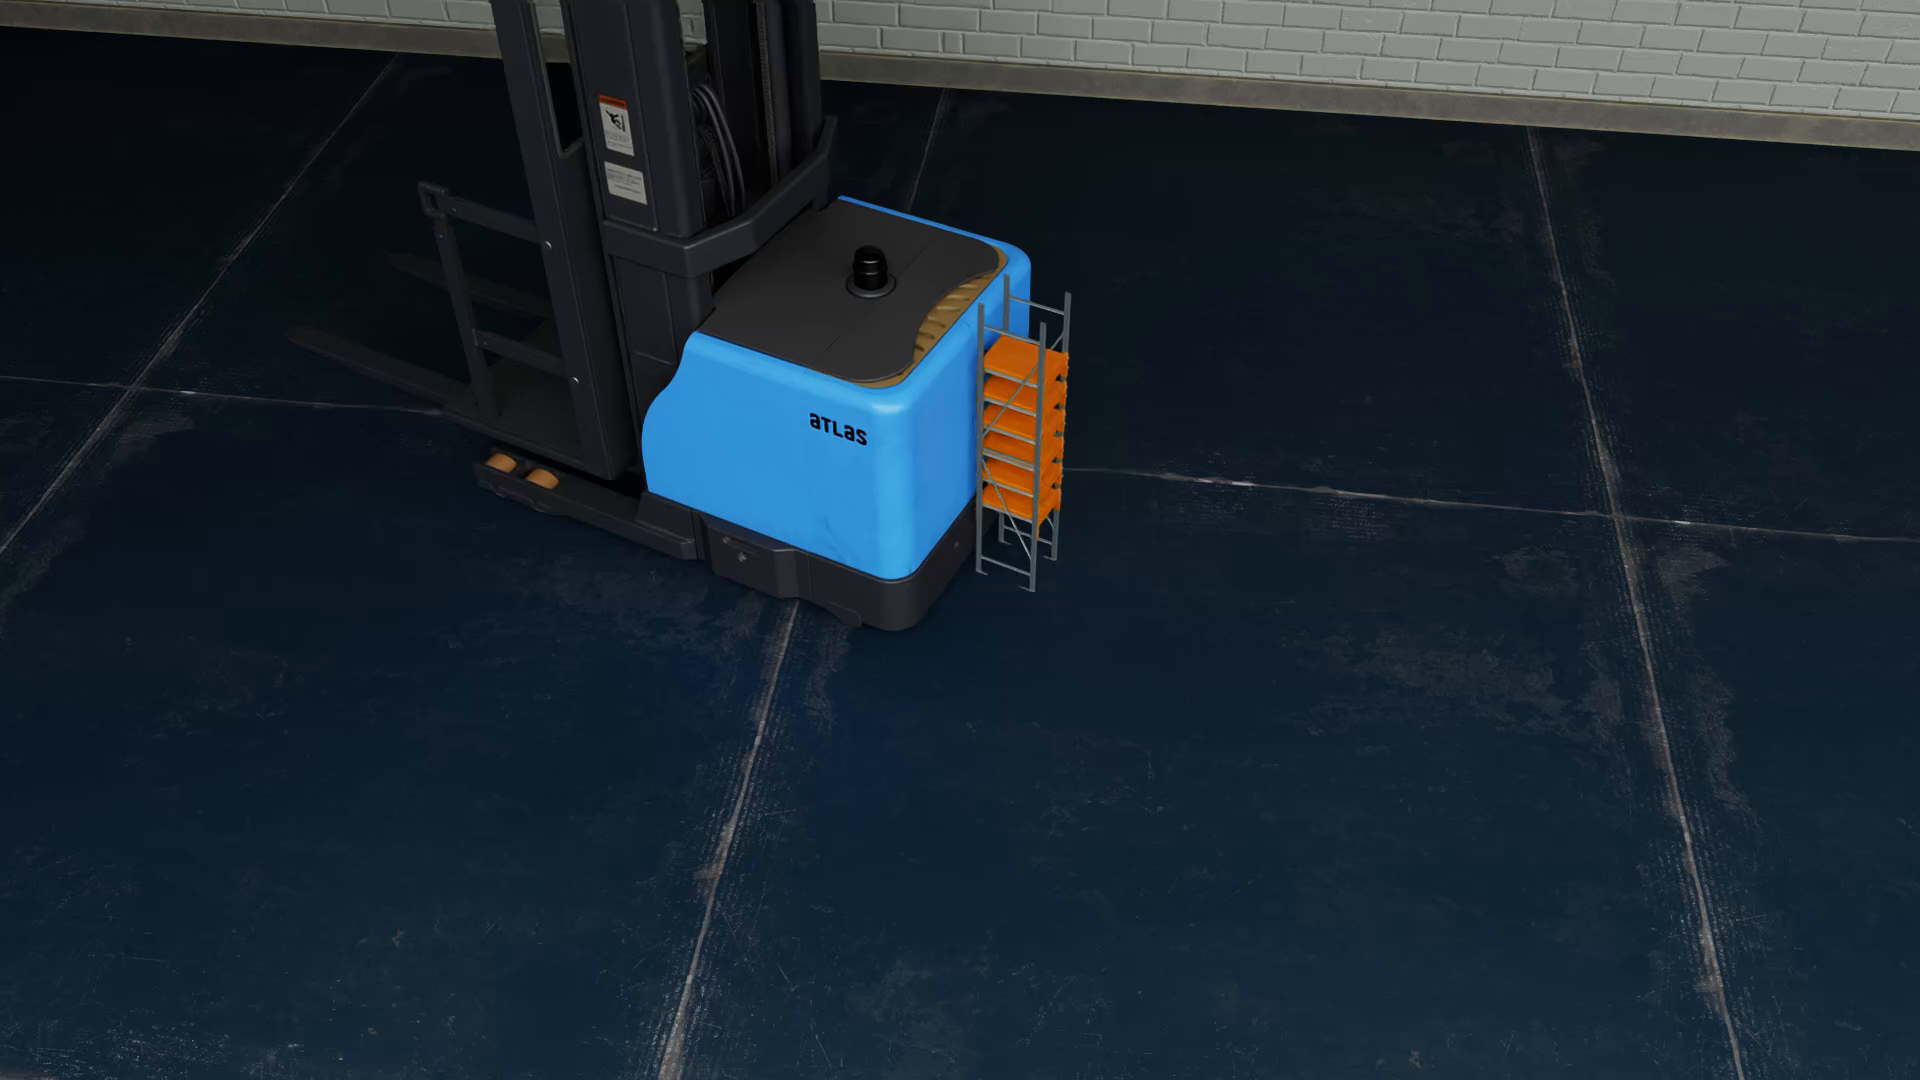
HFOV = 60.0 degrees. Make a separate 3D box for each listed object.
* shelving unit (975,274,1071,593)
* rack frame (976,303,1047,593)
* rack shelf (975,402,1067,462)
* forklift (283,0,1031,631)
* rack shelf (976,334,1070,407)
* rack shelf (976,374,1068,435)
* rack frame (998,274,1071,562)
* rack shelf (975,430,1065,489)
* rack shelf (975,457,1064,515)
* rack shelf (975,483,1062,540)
[{"bbox_3d":[0.208,-0.338,5.734,0.258,1.200,0.189,20,47,20],"label":"shelving unit"},{"bbox_3d":[0.165,-0.282,5.675,0.240,1.200,0.006,20,47,20],"label":"rack frame"},{"bbox_3d":[0.208,-0.393,5.682,0.258,0.103,0.180,20,47,20],"label":"rack shelf"},{"bbox_3d":[-1.286,-1.470,5.671,3.031,2.935,1.130,20,47,20],"label":"forklift"},{"bbox_3d":[0.208,-0.567,5.517,0.258,0.103,0.180,20,47,20],"label":"rack shelf"},{"bbox_3d":[0.208,-0.480,5.600,0.258,0.103,0.180,20,47,20],"label":"rack shelf"},{"bbox_3d":[0.251,-0.394,5.793,0.240,1.200,0.006,20,47,20],"label":"rack frame"},{"bbox_3d":[0.208,-0.306,5.765,0.258,0.103,0.180,20,47,20],"label":"rack shelf"},{"bbox_3d":[0.208,-0.219,5.847,0.258,0.103,0.180,20,47,20],"label":"rack shelf"},{"bbox_3d":[0.208,-0.132,5.930,0.258,0.103,0.180,20,47,20],"label":"rack shelf"}]
